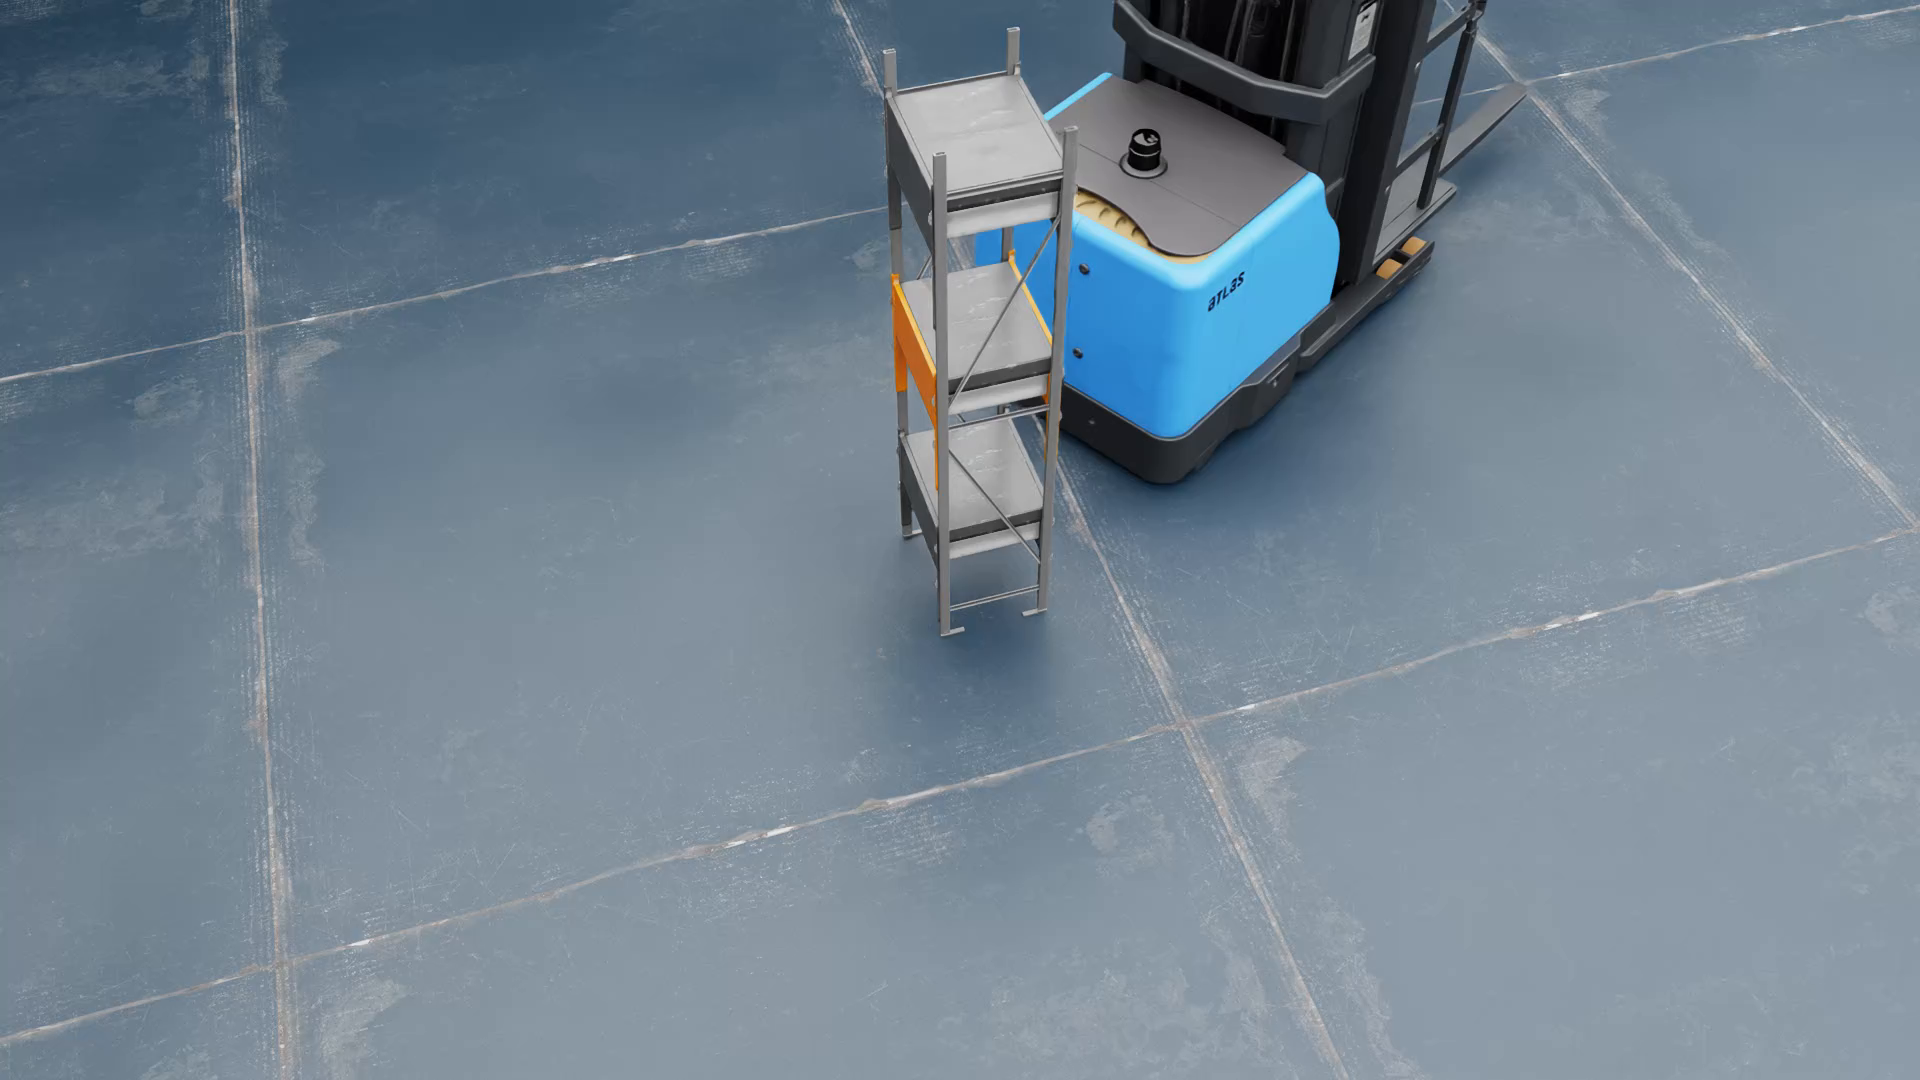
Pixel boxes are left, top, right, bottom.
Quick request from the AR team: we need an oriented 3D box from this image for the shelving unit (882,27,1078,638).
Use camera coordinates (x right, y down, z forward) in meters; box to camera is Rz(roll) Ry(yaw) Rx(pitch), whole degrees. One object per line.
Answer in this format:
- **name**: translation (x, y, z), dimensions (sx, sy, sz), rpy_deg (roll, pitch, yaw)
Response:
- **shelving unit**: translation (0.049, -0.556, 5.345), dimensions (0.431, 2.100, 0.503), rpy_deg (-13, 51, -11)

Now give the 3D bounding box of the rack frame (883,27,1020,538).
- **rack frame**: translation (-0.023, -0.734, 5.496), dimensions (0.400, 2.100, 0.015), rpy_deg (-13, 51, -11)

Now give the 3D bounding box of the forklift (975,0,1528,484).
- **forklift**: translation (1.393, -2.211, 6.197), dimensions (1.130, 2.935, 3.031), rpy_deg (34, 58, 25)

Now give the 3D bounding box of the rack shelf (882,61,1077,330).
- **rack shelf**: translation (0.049, -0.998, 4.821), dimensions (0.431, 0.518, 0.480), rpy_deg (-13, 51, -11)

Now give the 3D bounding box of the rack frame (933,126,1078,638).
- **rack frame**: translation (0.121, -0.378, 5.195), dimensions (0.400, 2.100, 0.015), rpy_deg (-13, 51, -11)

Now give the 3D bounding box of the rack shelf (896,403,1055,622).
- **rack shelf**: translation (0.049, -0.096, 5.891), dimensions (0.431, 0.518, 0.480), rpy_deg (-13, 51, -11)

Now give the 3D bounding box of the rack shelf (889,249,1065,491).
- **rack shelf**: translation (0.049, -0.547, 5.356), dimensions (0.431, 0.518, 0.480), rpy_deg (-13, 51, -11)
